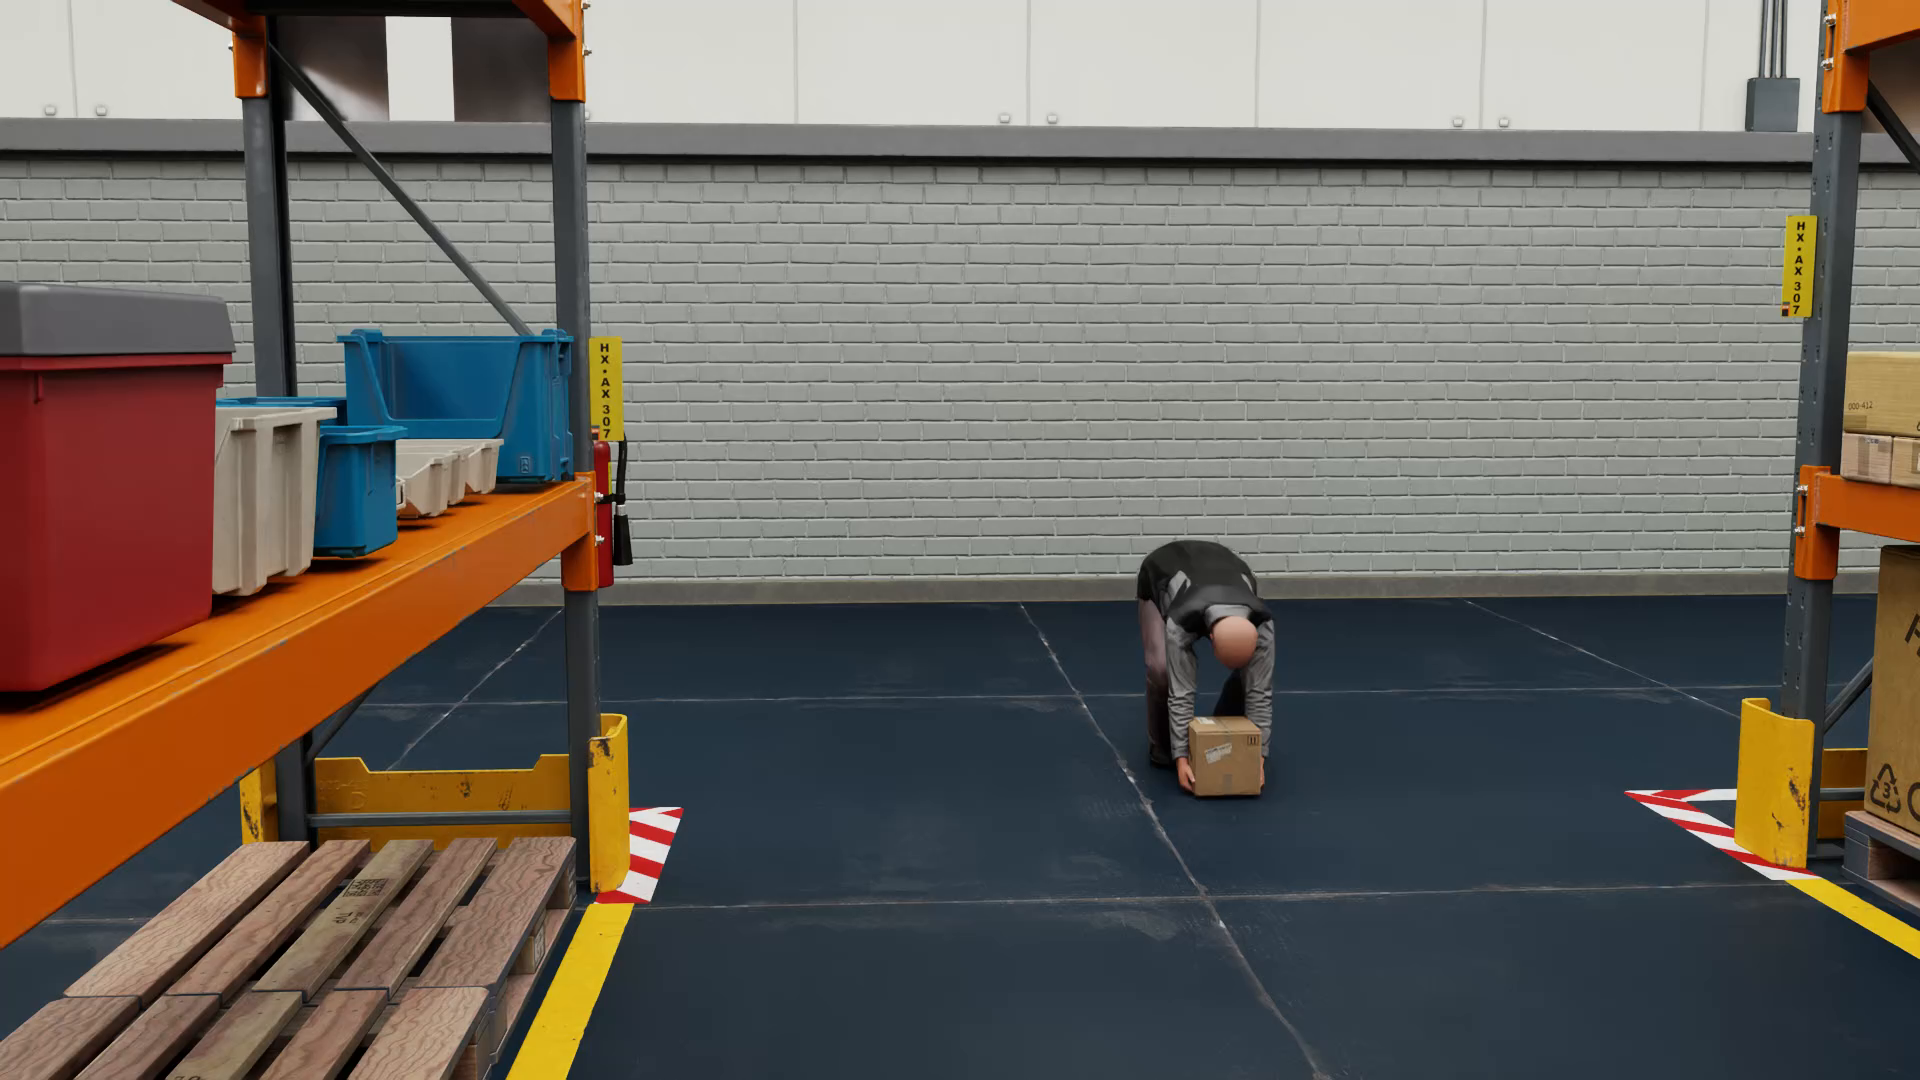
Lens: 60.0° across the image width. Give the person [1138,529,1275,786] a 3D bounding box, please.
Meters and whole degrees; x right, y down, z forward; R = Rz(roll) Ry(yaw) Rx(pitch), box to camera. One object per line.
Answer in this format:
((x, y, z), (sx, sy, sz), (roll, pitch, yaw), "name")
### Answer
((1.007, 0.460, 6.695), (0.513, 0.960, 0.944), (-1, 7, -6), "person")
